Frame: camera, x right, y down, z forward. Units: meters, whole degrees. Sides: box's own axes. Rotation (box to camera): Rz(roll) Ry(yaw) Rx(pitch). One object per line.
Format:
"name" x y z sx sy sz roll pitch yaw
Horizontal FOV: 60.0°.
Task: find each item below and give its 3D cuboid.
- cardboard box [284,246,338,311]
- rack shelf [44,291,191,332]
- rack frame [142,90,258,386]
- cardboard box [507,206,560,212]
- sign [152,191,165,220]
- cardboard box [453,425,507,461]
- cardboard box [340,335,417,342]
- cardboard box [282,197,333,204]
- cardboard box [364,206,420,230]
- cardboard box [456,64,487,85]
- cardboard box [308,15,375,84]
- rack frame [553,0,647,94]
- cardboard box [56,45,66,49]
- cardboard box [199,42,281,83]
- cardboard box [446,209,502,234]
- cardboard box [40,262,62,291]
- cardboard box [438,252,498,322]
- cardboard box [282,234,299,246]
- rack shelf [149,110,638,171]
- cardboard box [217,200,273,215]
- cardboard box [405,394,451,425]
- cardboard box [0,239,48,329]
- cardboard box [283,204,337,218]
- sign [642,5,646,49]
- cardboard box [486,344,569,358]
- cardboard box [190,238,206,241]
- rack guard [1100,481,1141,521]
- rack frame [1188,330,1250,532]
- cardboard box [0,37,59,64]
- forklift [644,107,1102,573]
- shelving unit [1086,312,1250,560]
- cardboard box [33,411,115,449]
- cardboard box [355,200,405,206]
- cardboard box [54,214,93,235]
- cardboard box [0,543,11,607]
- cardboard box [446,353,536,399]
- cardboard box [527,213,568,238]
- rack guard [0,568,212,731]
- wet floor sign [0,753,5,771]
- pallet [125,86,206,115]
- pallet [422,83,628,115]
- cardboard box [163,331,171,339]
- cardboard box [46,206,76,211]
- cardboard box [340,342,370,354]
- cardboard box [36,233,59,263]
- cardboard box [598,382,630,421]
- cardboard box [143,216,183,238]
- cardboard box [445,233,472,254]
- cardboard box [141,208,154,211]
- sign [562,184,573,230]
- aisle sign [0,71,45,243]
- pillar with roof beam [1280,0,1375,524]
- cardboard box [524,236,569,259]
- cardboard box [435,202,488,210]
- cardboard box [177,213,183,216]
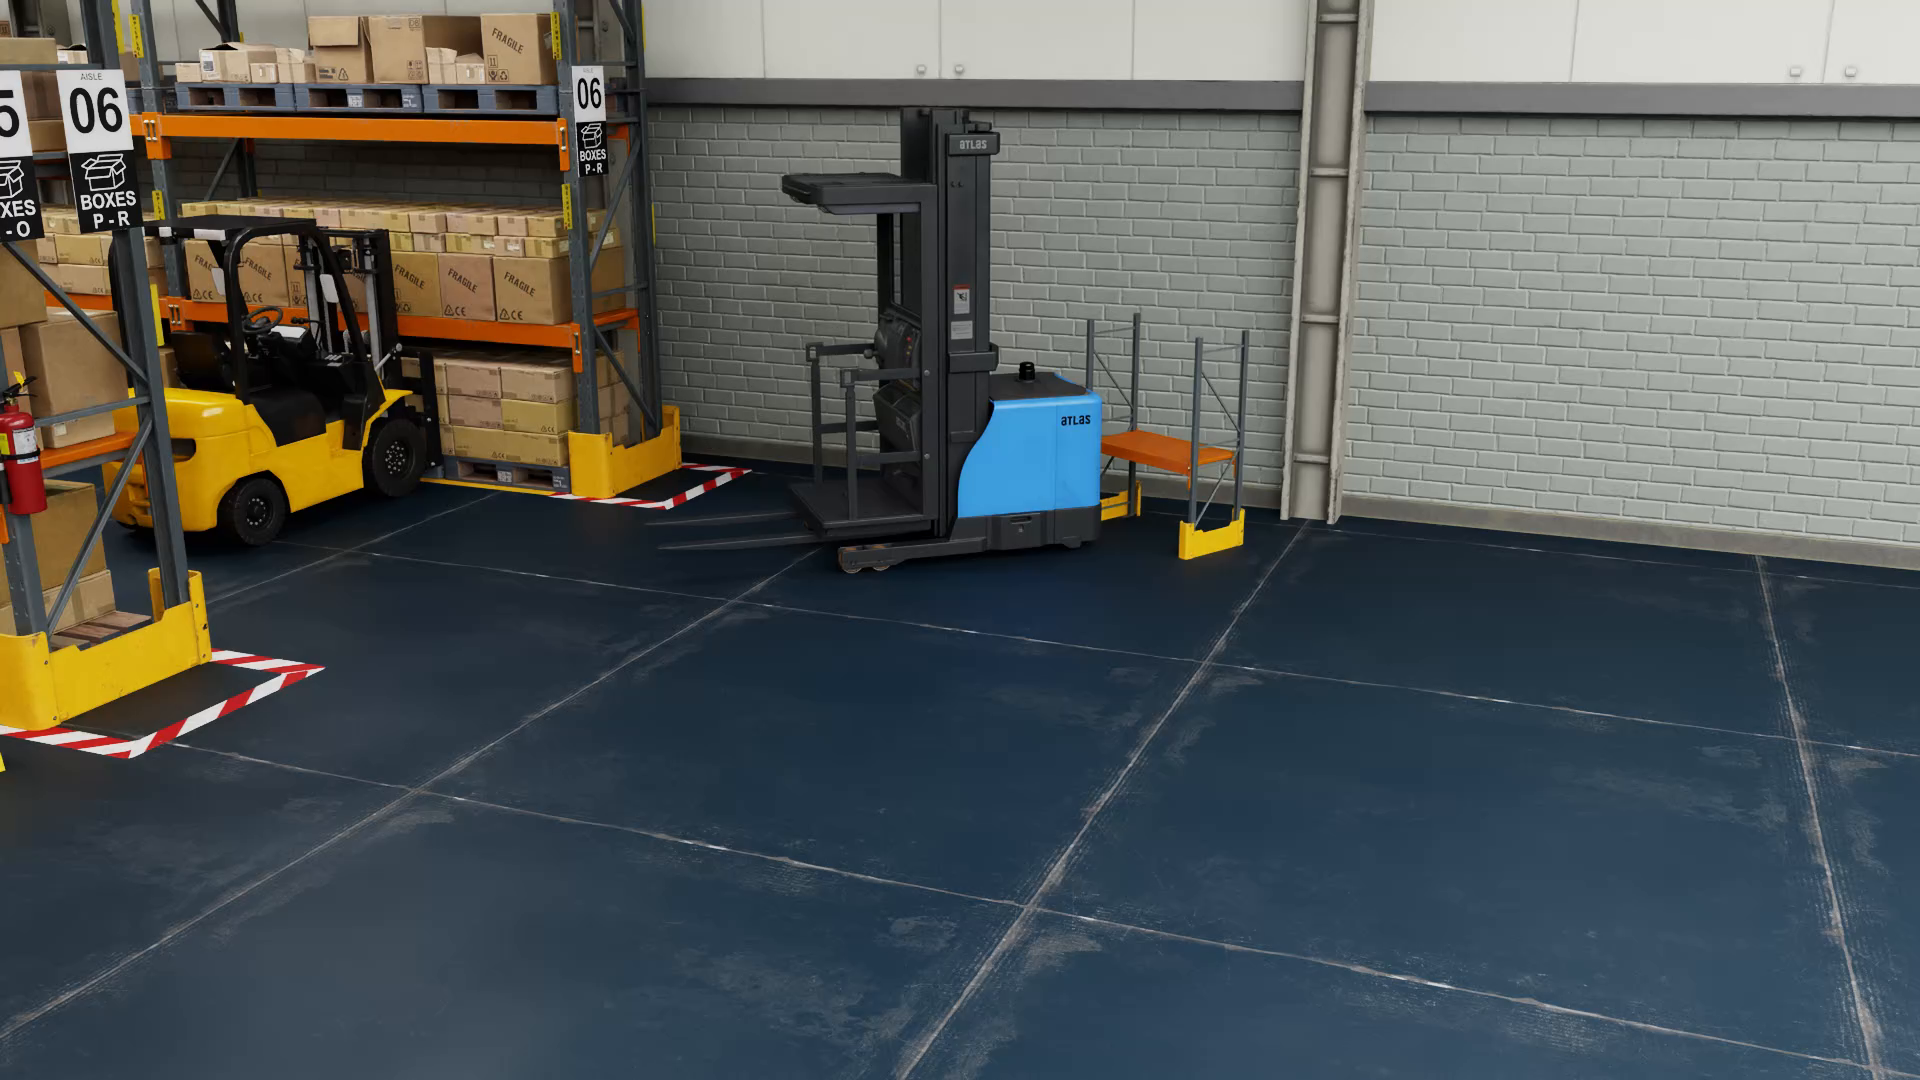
"cardboard box" -5.120 -2.167 13.578 0.500 0.500 0.500 6 17 20
"rack shelf" -8.259 -2.192 15.133 4.000 0.370 1.077 6 17 21
"rack frame" -6.399 -2.332 14.328 0.127 3.000 1.000 6 17 21
"cardboard box" -3.394 -2.574 13.284 0.250 0.149 0.380 7 17 22
"sign" -6.589 -2.709 13.689 0.005 0.325 0.100 6 17 21
"cardboard box" -3.690 -0.824 13.310 0.500 0.250 0.500 6 17 21
"cardboard box" -4.927 -1.590 14.157 0.500 0.250 0.500 6 17 21
"cardboard box" -5.521 -2.820 14.133 0.250 0.149 0.380 6 17 20
"cardboard box" -4.517 -2.563 13.246 0.250 0.149 0.380 7 17 21
"cardboard box" -3.560 -3.499 12.483 0.250 0.149 0.380 6 17 19
"cardboard box" -4.625 -3.846 13.042 0.637 0.503 0.797 7 18 22
"rack frame" -2.678 -4.804 12.082 0.127 3.000 1.000 6 17 21
"cardboard box" -7.876 -4.069 14.157 0.500 0.311 0.500 6 17 19
"cardboard box" -5.714 -3.832 13.339 0.500 0.311 0.500 7 17 22
"cardboard box" -3.787 -2.489 12.992 0.250 0.149 0.380 6 17 21
"cardboard box" -7.884 -2.353 14.667 0.500 0.250 0.500 6 17 21
"cardboard box" -3.711 -2.009 13.034 0.500 0.500 0.500 7 18 22
"cardboard box" -5.259 -2.474 13.472 0.250 0.149 0.380 6 17 20
"rack shelf" -4.538 -3.223 13.305 4.000 0.370 1.077 6 17 21
"cardboard box" -5.928 -2.727 13.809 0.250 0.149 0.380 7 17 21
"cardboard box" -4.196 -1.115 13.415 0.500 0.250 0.500 6 17 19
"cardboard box" -5.051 -1.302 8.273 0.500 0.500 0.700 6 17 19
"cardboard box" -5.241 -2.626 13.461 0.250 0.149 0.380 6 17 20
"sign" -2.468 -3.965 12.861 0.005 0.325 0.100 6 17 21
"cardboard box" -3.521 -1.433 13.615 0.500 0.250 0.500 6 17 21
"cardboard box" -6.199 -2.591 13.876 0.250 0.149 0.380 6 17 20
"rack guard" 1.089 -0.261 12.123 0.587 0.250 0.087 -13 21 -38
"rack frame" 1.737 -0.643 11.198 0.500 1.500 0.032 -13 21 -38
"cardboard box" -4.751 -2.428 8.296 0.250 0.149 0.380 6 17 20
"forklift" -0.600 -1.354 11.080 3.031 2.935 1.130 -5 17 -17
"shelving unit" 1.407 -0.754 11.581 0.587 1.500 1.083 -13 21 -38
"cardboard box" -4.736 -0.603 8.822 0.250 0.149 0.380 6 17 21
"cardboard box" -4.811 -2.741 13.859 0.250 0.149 0.380 6 17 20
"cardboard box" -7.546 -2.722 14.328 0.250 0.149 0.380 6 17 19
"cardboard box" -5.336 0.109 8.752 0.500 0.500 0.500 6 17 21
"cardboard box" -3.698 -1.302 13.162 0.500 0.250 0.500 7 17 22
"cardboard box" -3.088 -2.408 12.710 0.250 0.149 0.380 6 17 21
"rack guard" -4.566 0.557 8.858 0.348 0.500 1.175 6 17 21
"wet floor sign" -4.711 0.792 7.788 0.232 0.644 0.267 14 21 40
"pallet" -7.224 -3.768 14.235 1.217 0.209 0.805 6 17 18
"pallet" -3.326 -3.400 12.785 1.213 0.211 1.003 6 17 21
"cardboard box" -7.607 -1.526 15.054 0.625 0.625 0.875 6 17 20
"cardboard box" -8.048 -2.952 15.118 0.250 0.149 0.380 6 17 21
"cardboard box" -5.125 -1.460 13.708 0.500 0.250 0.500 7 18 23
"cardboard box" -7.904 -2.589 14.584 0.500 0.250 0.500 7 17 22
"cardboard box" -3.039 -1.146 13.525 0.500 0.250 0.500 7 17 22
"cardboard box" -6.798 -2.669 14.145 0.250 0.149 0.380 7 18 23
"cardboard box" -3.797 -2.335 12.993 0.250 0.149 0.380 6 17 20
"cardboard box" -7.355 -2.871 14.840 0.250 0.149 0.380 6 17 20
"sign" -2.890 -2.454 12.244 0.005 0.325 0.100 6 17 21
"aisle sign" -4.544 -1.802 7.839 0.004 0.787 0.394 6 17 21
"pillar with roof beam" 1.007 -3.379 7.172 0.400 9.000 9.100 6 17 21
"cardboard box" -3.103 -2.246 12.686 0.250 0.149 0.380 7 17 21
"cardboard box" -4.081 -2.676 13.636 0.250 0.149 0.380 6 17 19
"cardboard box" -6.647 -2.784 14.539 0.250 0.149 0.380 6 17 19
